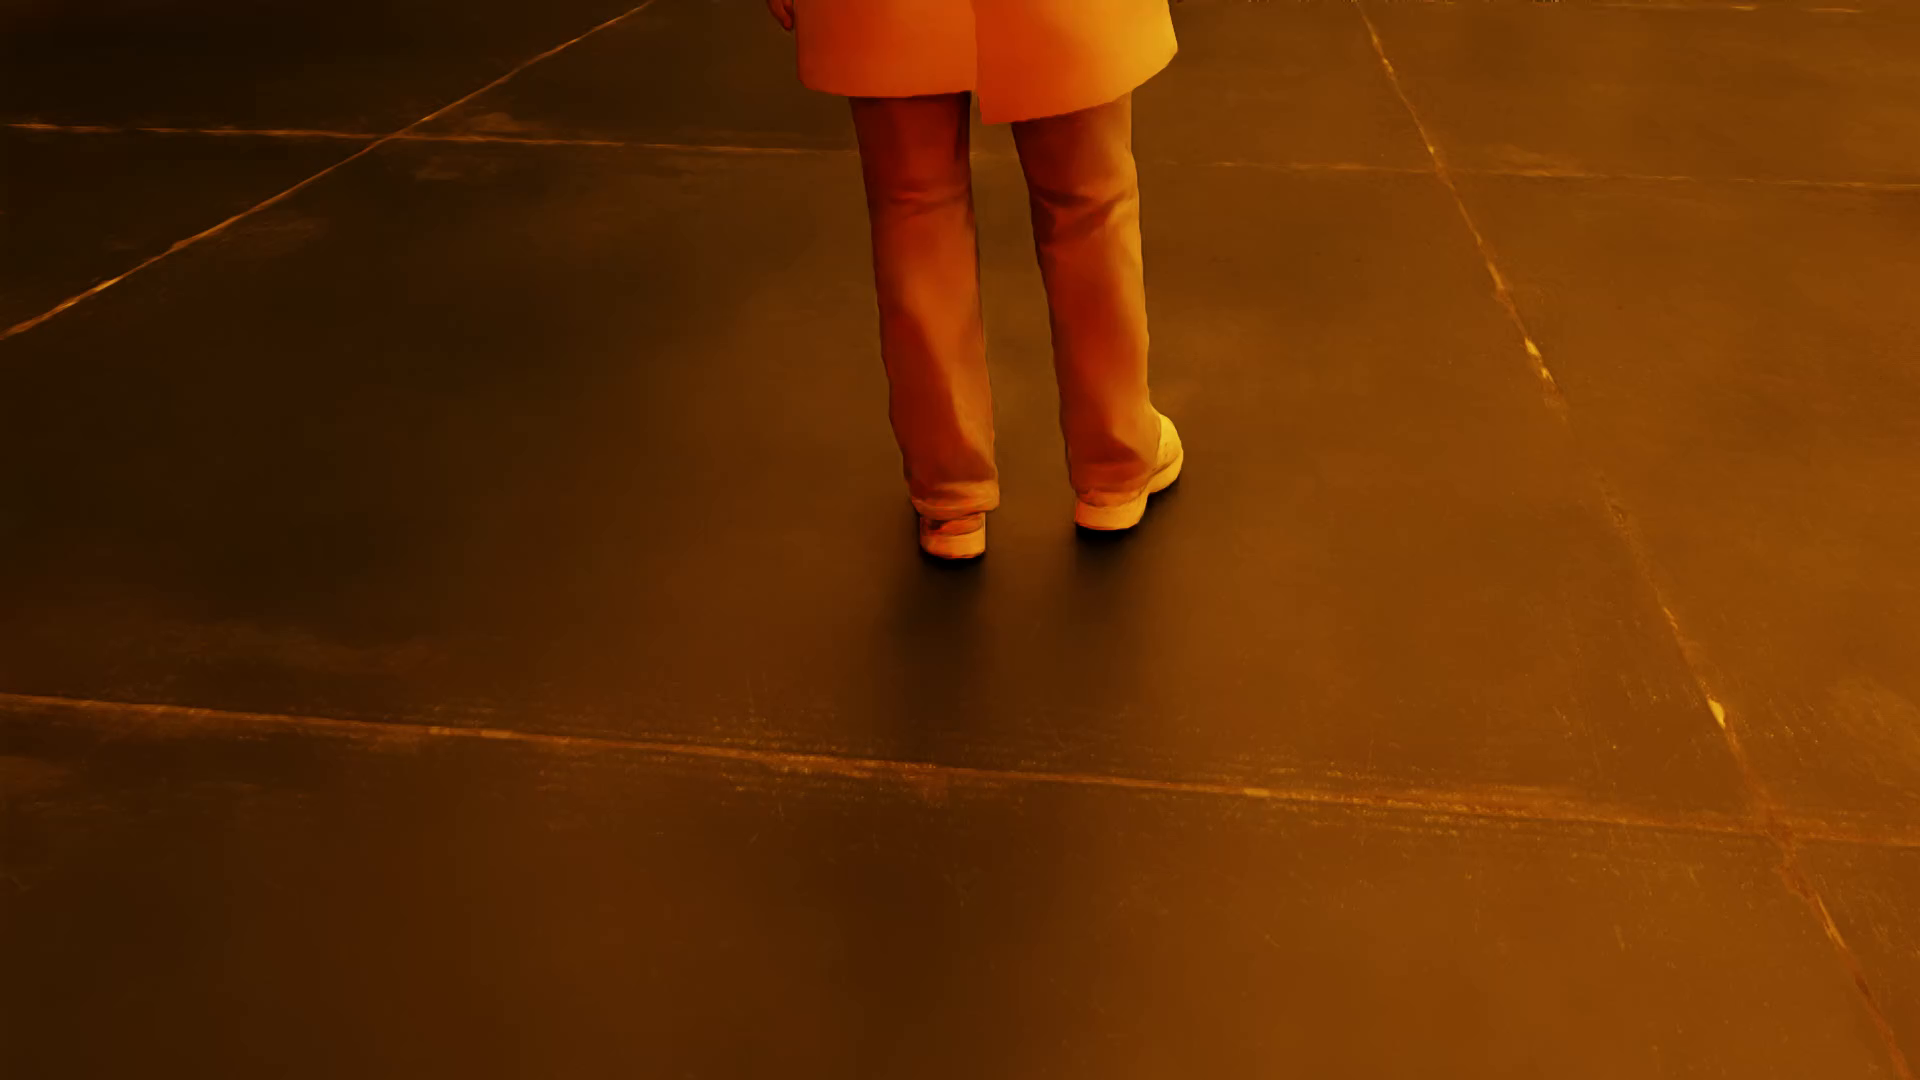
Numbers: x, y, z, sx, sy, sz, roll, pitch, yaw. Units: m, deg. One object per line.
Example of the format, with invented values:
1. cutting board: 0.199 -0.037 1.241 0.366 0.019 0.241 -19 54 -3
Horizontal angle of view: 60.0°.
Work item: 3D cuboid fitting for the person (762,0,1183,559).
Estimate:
1. person: 0.022 -0.842 2.180 0.684 1.776 0.579 3 27 7
